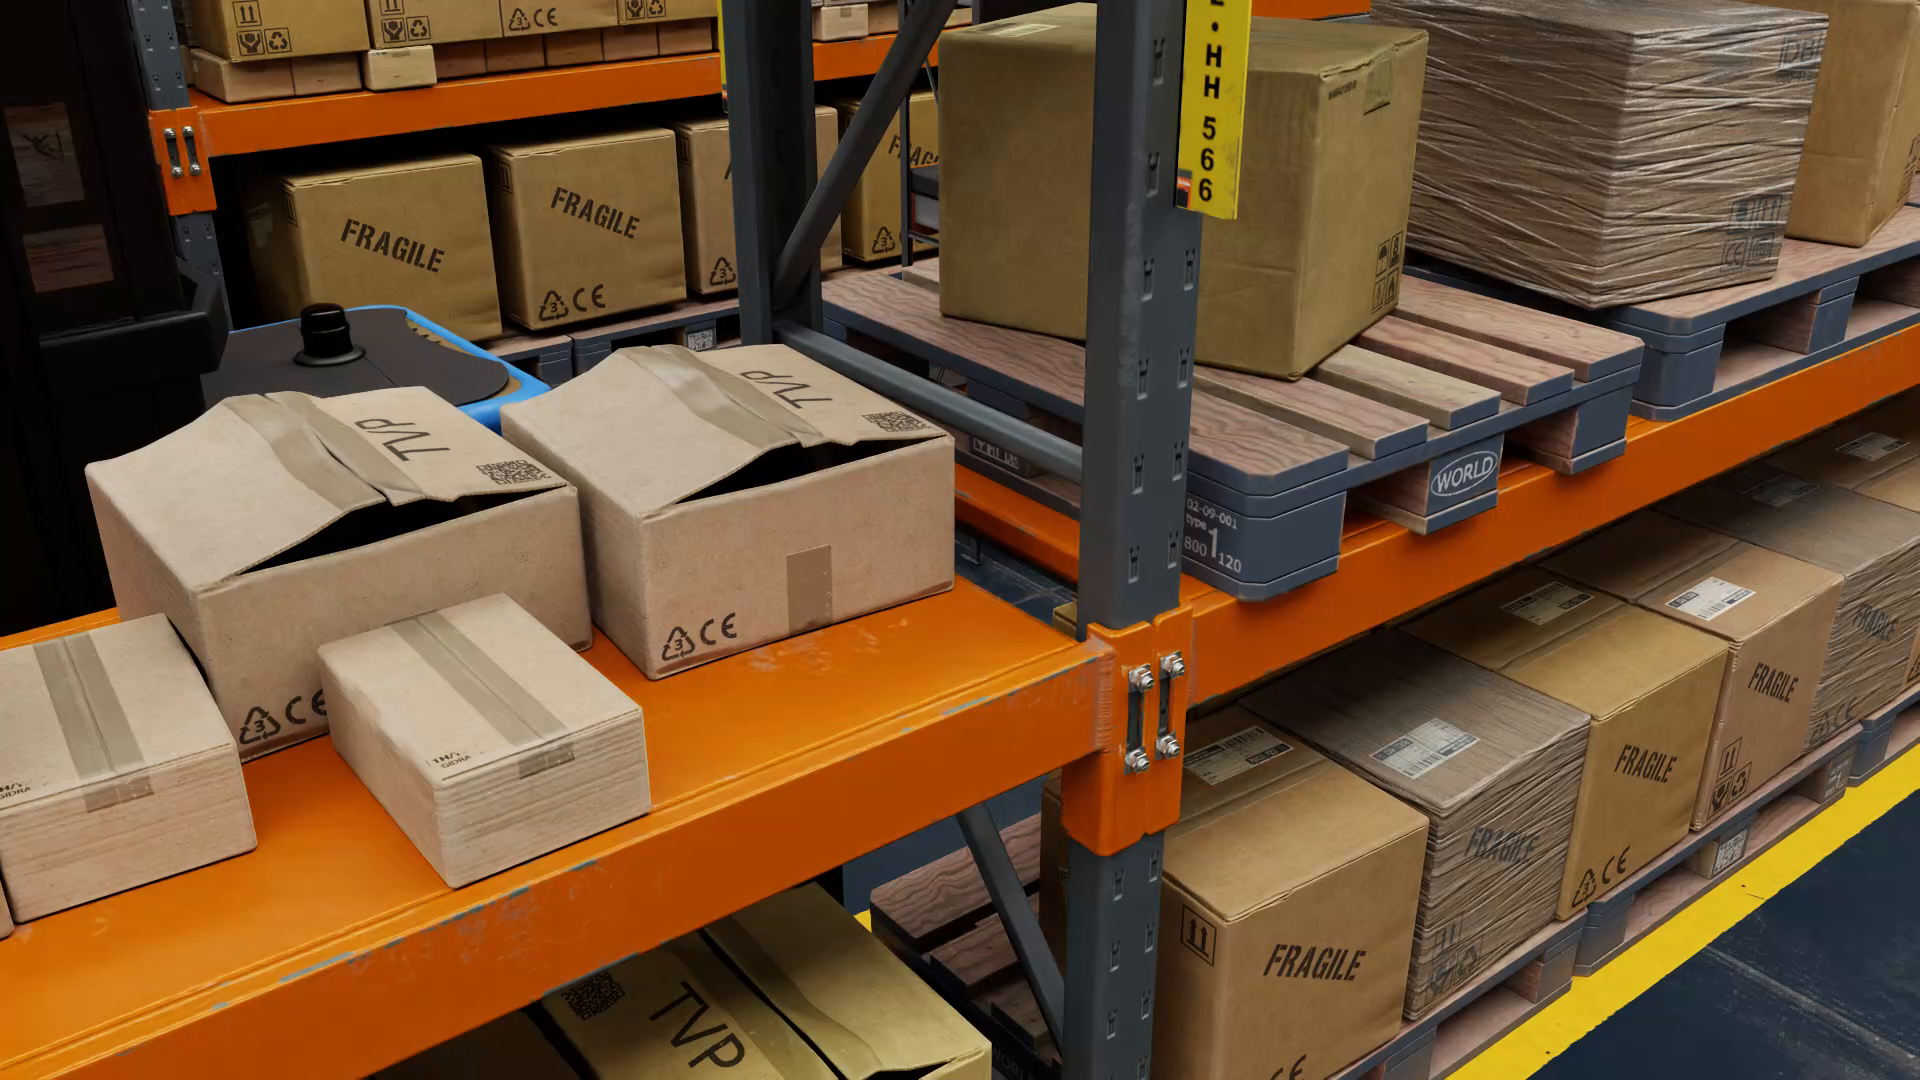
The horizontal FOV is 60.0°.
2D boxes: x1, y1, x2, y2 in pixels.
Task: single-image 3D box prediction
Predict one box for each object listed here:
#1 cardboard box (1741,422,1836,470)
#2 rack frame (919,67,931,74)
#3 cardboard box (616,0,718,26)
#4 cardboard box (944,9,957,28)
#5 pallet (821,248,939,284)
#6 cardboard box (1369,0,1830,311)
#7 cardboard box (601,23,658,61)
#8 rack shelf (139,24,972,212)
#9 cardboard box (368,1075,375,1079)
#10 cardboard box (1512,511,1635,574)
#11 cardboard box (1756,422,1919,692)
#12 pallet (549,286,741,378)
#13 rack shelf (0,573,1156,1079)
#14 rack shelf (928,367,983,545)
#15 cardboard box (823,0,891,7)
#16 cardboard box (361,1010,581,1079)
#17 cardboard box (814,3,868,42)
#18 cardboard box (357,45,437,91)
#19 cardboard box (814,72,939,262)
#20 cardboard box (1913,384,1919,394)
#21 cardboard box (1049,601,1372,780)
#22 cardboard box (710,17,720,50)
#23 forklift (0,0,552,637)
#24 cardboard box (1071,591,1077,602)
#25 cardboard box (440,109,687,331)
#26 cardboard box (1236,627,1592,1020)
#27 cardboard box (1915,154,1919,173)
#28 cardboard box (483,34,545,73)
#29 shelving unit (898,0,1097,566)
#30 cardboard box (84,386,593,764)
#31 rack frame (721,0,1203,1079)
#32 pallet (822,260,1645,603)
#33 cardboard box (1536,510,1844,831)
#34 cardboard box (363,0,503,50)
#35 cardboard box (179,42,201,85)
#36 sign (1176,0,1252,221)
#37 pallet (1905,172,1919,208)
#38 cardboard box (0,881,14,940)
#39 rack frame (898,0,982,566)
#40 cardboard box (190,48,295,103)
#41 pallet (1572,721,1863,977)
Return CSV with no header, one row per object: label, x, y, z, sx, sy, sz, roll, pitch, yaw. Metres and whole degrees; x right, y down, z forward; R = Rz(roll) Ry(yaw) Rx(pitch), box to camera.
cardboard box,2.165,-0.131,4.915,0.500,0.500,0.500,-18,30,-33
rack frame,0.050,-2.892,8.418,0.127,3.000,1.000,-18,31,-34
cardboard box,-1.344,-2.483,7.041,0.500,0.500,0.500,-17,30,-33
cardboard box,-0.226,-2.532,7.918,0.250,0.149,0.380,-18,30,-33
pallet,-0.511,-1.402,8.520,1.213,0.211,1.003,-18,31,-34
cardboard box,1.225,-0.824,3.345,0.500,0.500,0.700,-12,28,-24
cardboard box,-1.496,-2.159,7.113,0.250,0.149,0.380,-18,30,-34
rack shelf,-1.524,-2.046,7.450,4.000,0.370,1.077,-18,31,-34
cardboard box,-1.040,0.767,2.634,0.500,0.311,0.500,-19,31,-35
cardboard box,1.369,0.128,4.358,0.500,0.500,0.500,-20,31,-36
cardboard box,2.504,0.031,4.567,0.500,0.500,0.500,-18,30,-34
pallet,-1.472,-1.083,7.833,1.213,0.211,1.003,-18,31,-34
rack shelf,-1.612,0.633,1.678,4.000,0.370,1.077,-18,31,-34
rack shelf,0.130,-0.348,5.701,0.480,0.518,0.431,-18,31,-34
cardboard box,-0.554,-2.742,7.599,0.500,0.500,0.500,-18,30,-34
cardboard box,-0.704,0.944,2.253,0.500,0.311,0.500,-19,31,-35
cardboard box,-0.629,-2.392,7.615,0.250,0.149,0.380,-18,31,-34
cardboard box,-2.231,-1.860,6.470,0.250,0.149,0.380,-17,30,-32
cardboard box,-0.382,-1.895,8.326,0.750,0.750,0.750,-18,30,-33
cardboard box,3.383,-0.560,5.839,0.500,0.500,0.500,-18,31,-34
cardboard box,0.553,0.401,3.770,0.500,0.500,0.500,-17,30,-32
cardboard box,-1.069,-2.290,7.396,0.250,0.149,0.380,-19,31,-35
forklift,-2.407,-0.476,3.294,3.031,2.935,1.130,-20,31,-36
cardboard box,0.594,0.044,3.647,0.500,0.250,0.500,-17,30,-32
cardboard box,-1.745,-1.441,7.347,0.750,0.750,0.750,-18,31,-34
cardboard box,0.905,0.560,3.427,0.500,0.500,0.500,-20,31,-36
cardboard box,2.096,-1.239,4.239,0.500,0.500,0.700,-13,28,-26
cardboard box,-1.910,-2.037,6.850,0.250,0.149,0.380,-17,30,-33
shelving unit,0.130,-0.995,5.401,0.503,2.100,0.431,-18,31,-34
cardboard box,-0.862,-0.004,2.302,0.500,0.311,0.500,-19,31,-35
rack frame,-0.038,-0.213,2.646,0.127,3.000,1.000,-18,31,-34
pallet,0.452,-0.325,3.115,1.003,0.211,1.213,-18,31,-34
cardboard box,1.710,0.294,4.000,0.500,0.500,0.500,-19,31,-36
cardboard box,-2.140,-2.217,6.467,0.500,0.500,0.500,-17,30,-32
cardboard box,-3.000,-1.918,6.593,0.250,0.149,0.380,-18,30,-33
sign,0.307,-0.555,2.008,0.005,0.325,0.100,-18,31,-34
pallet,2.413,-0.993,4.556,1.213,0.211,1.003,-18,31,-34
cardboard box,-1.349,0.183,1.674,0.500,0.500,0.500,-20,32,-37
rack frame,-0.062,-0.932,5.264,0.015,2.100,0.400,-18,31,-34
cardboard box,-2.696,-1.757,6.247,0.250,0.149,0.380,-19,31,-35
pallet,1.532,0.555,4.303,1.213,0.211,1.003,-18,31,-34
